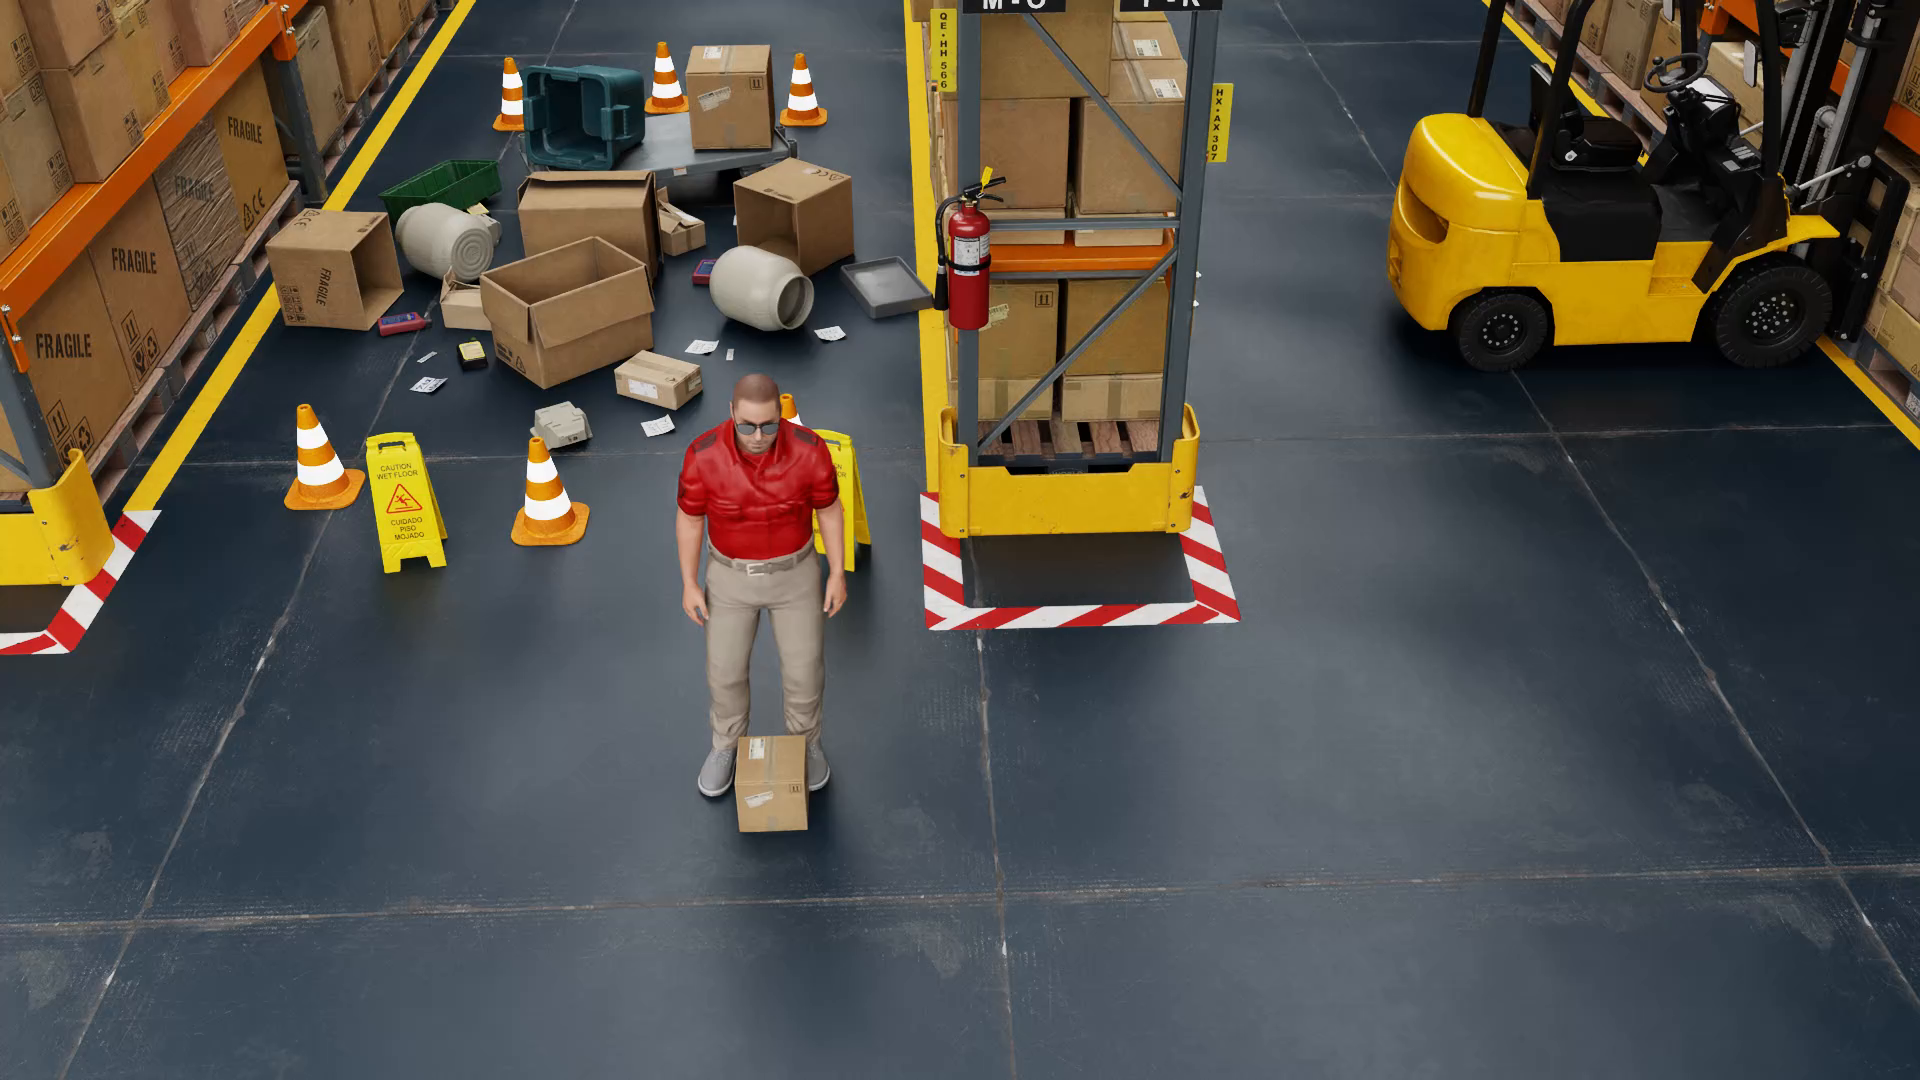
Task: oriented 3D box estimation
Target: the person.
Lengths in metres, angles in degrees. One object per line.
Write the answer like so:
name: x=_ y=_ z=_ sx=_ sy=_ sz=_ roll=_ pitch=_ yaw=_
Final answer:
person: x=-0.704 y=0.149 z=5.944 sx=0.606 sy=1.727 sz=0.391 roll=-3 pitch=35 yaw=-5
